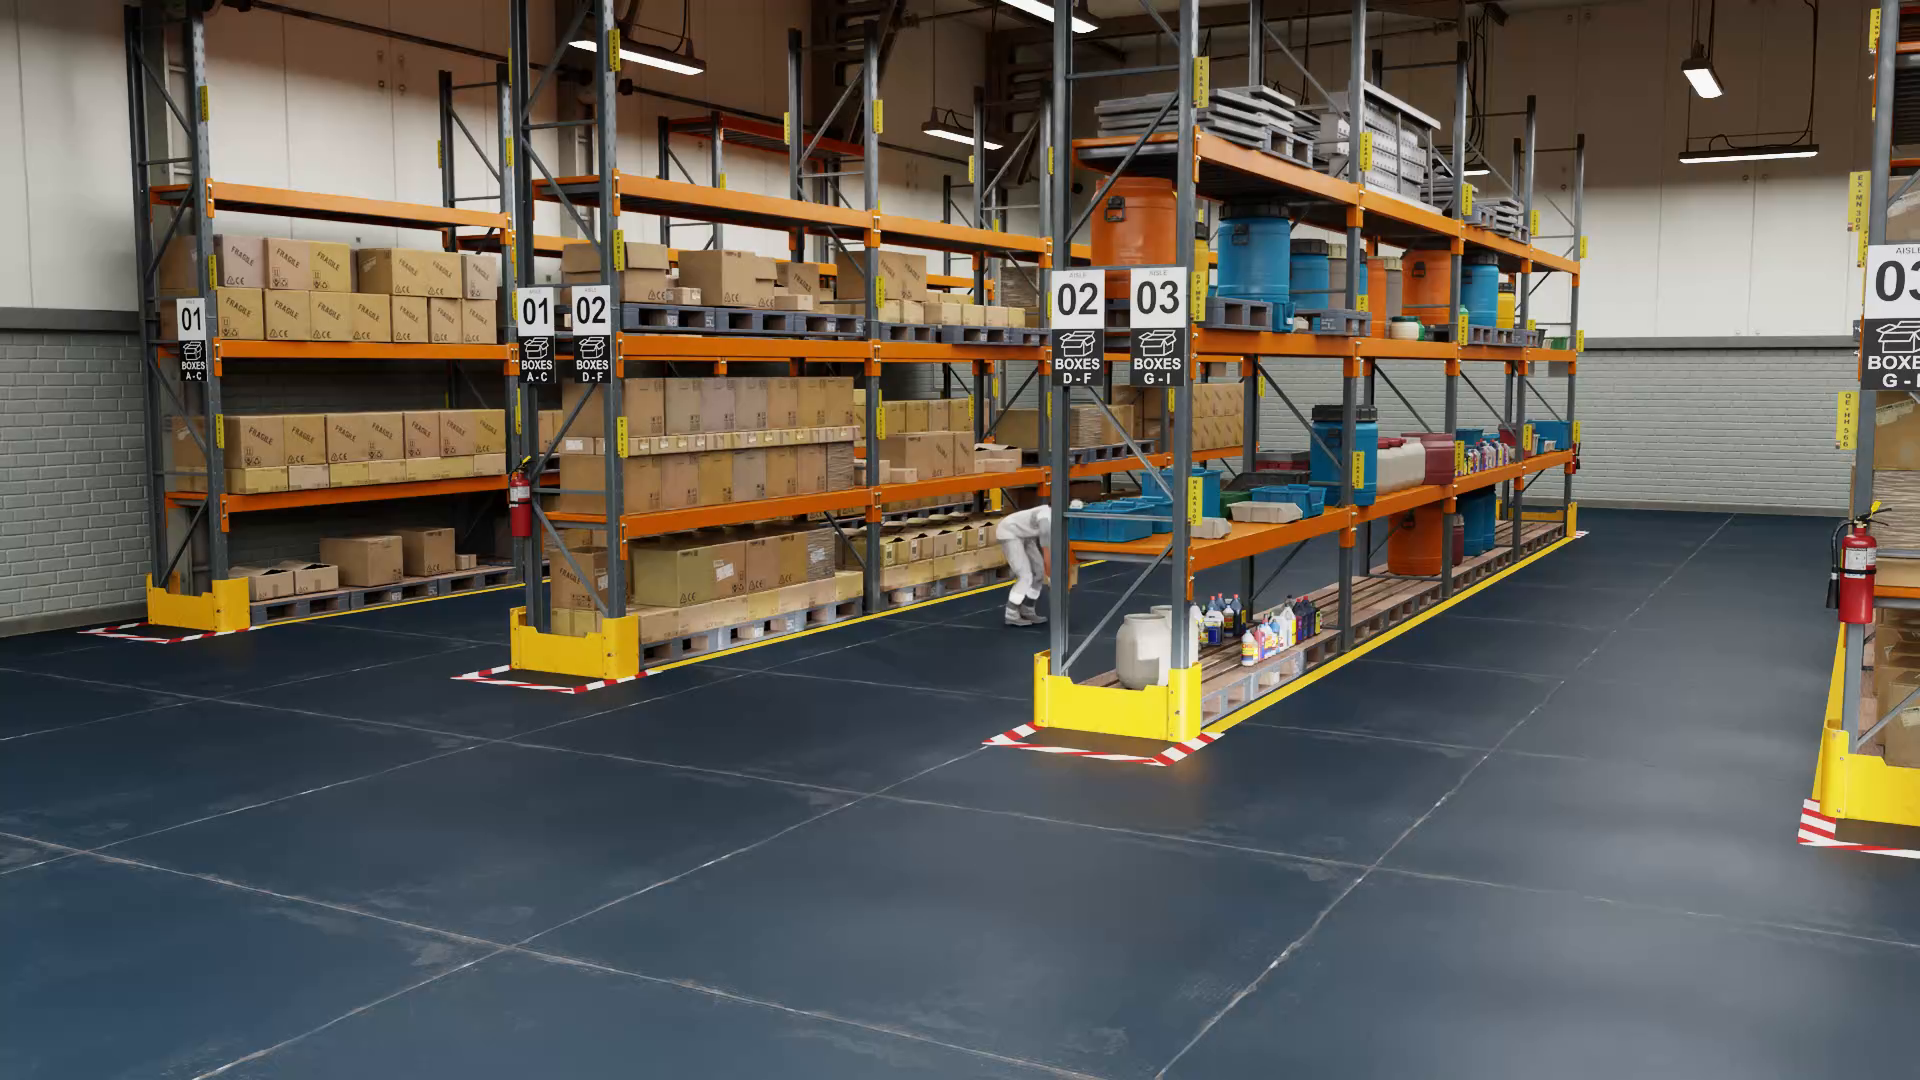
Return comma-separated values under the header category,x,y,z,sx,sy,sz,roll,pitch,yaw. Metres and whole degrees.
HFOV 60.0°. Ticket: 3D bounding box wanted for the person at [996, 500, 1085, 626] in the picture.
category,x,y,z,sx,sy,sz,roll,pitch,yaw
person,0.807,0.217,16.418,0.927,1.258,0.501,3,7,26
